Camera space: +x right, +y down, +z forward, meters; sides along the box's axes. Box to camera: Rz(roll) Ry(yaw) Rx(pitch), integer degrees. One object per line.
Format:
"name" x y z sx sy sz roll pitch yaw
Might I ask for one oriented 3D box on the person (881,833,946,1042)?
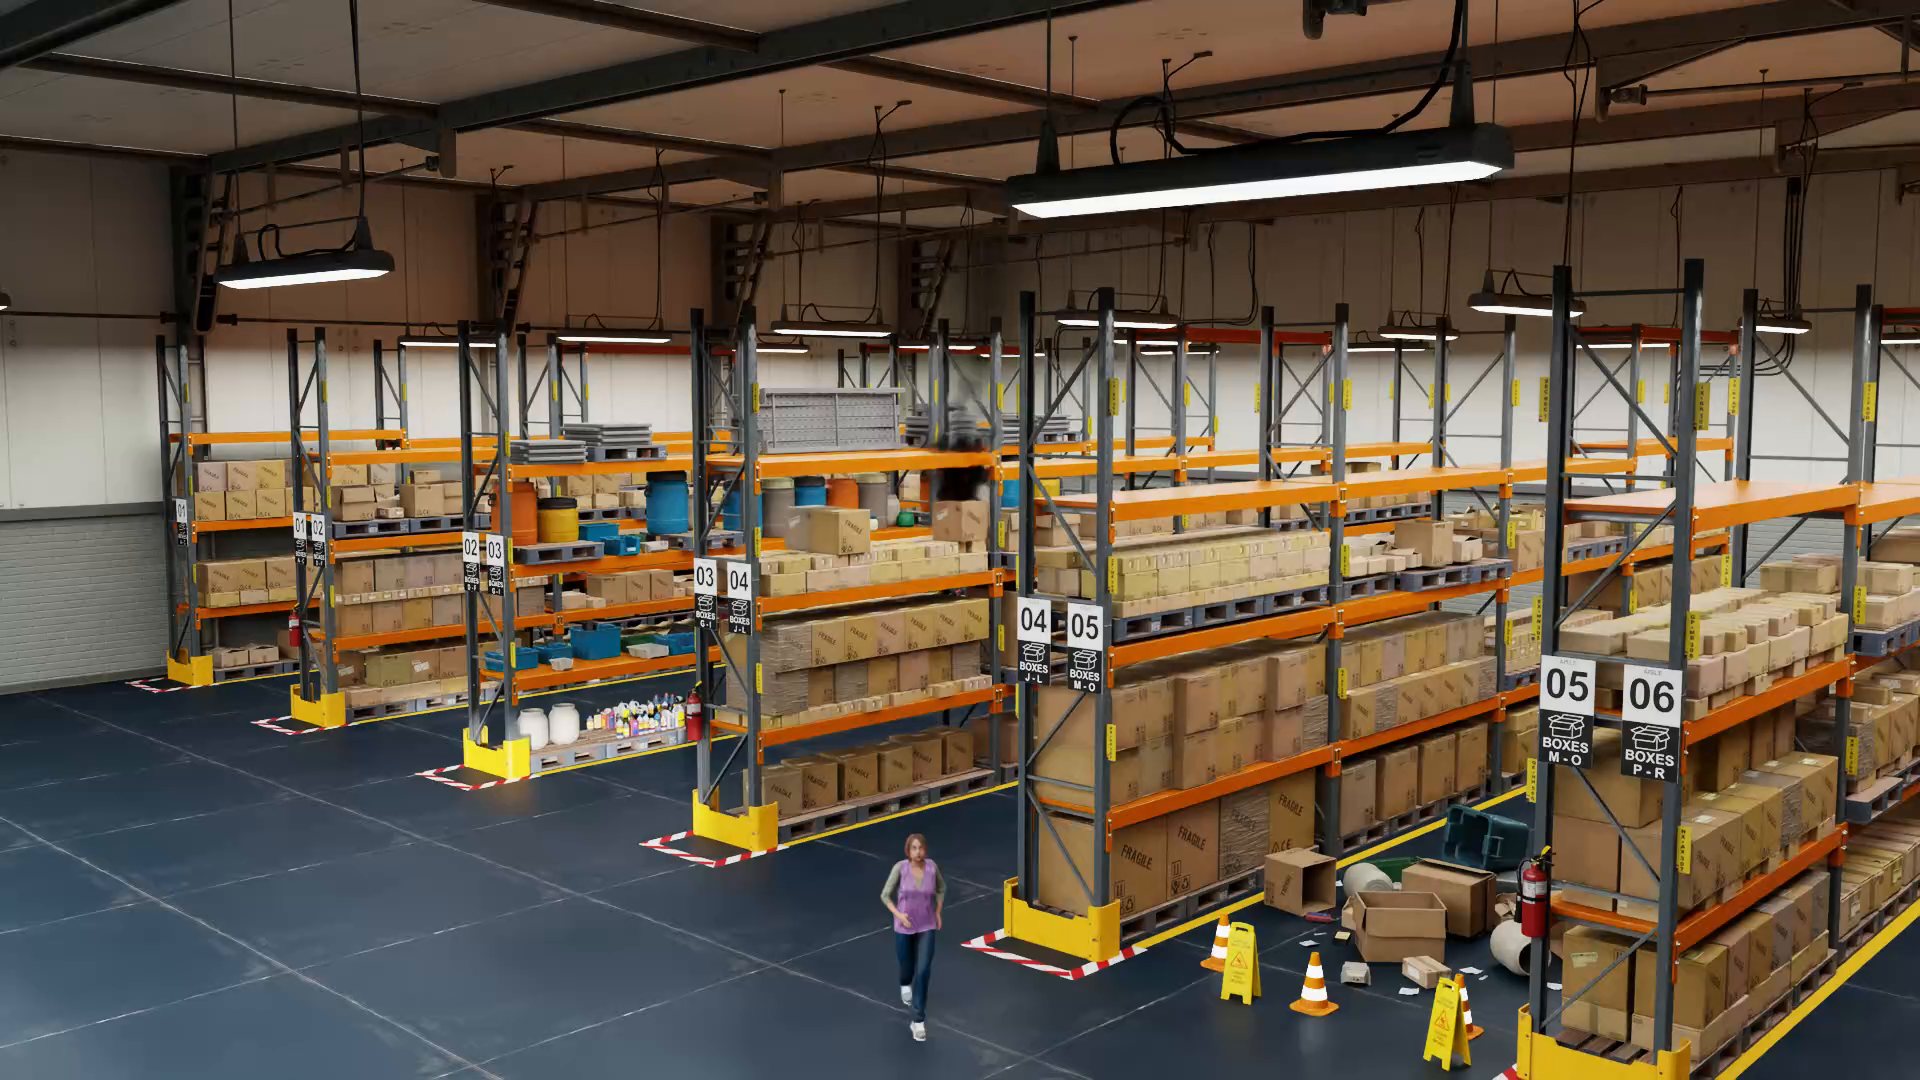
"person" -0.375 3.133 13.381 0.529 1.576 0.782 -1 5 -7
